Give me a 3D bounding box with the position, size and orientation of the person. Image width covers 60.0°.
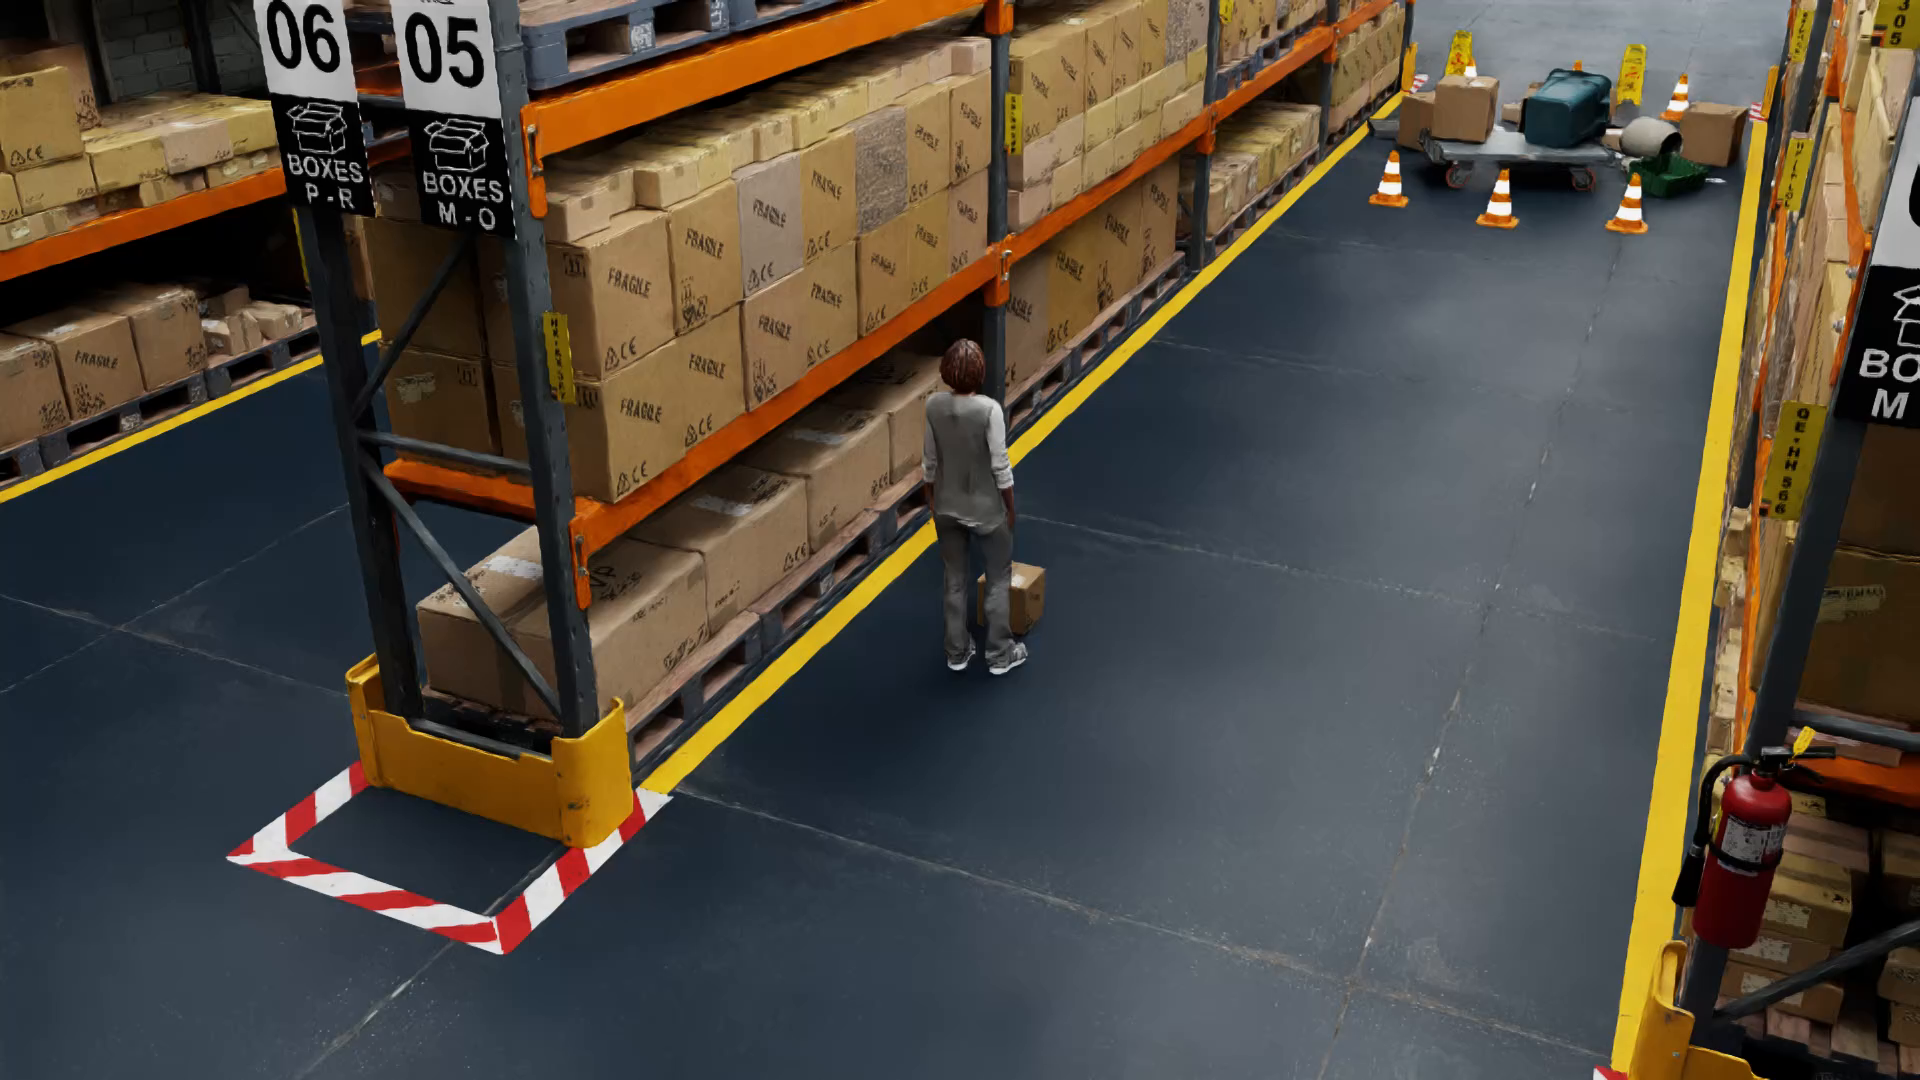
[{"bbox_3d":[0.058,-0.150,7.419,0.453,1.603,0.367,12,29,23],"label":"person"}]
